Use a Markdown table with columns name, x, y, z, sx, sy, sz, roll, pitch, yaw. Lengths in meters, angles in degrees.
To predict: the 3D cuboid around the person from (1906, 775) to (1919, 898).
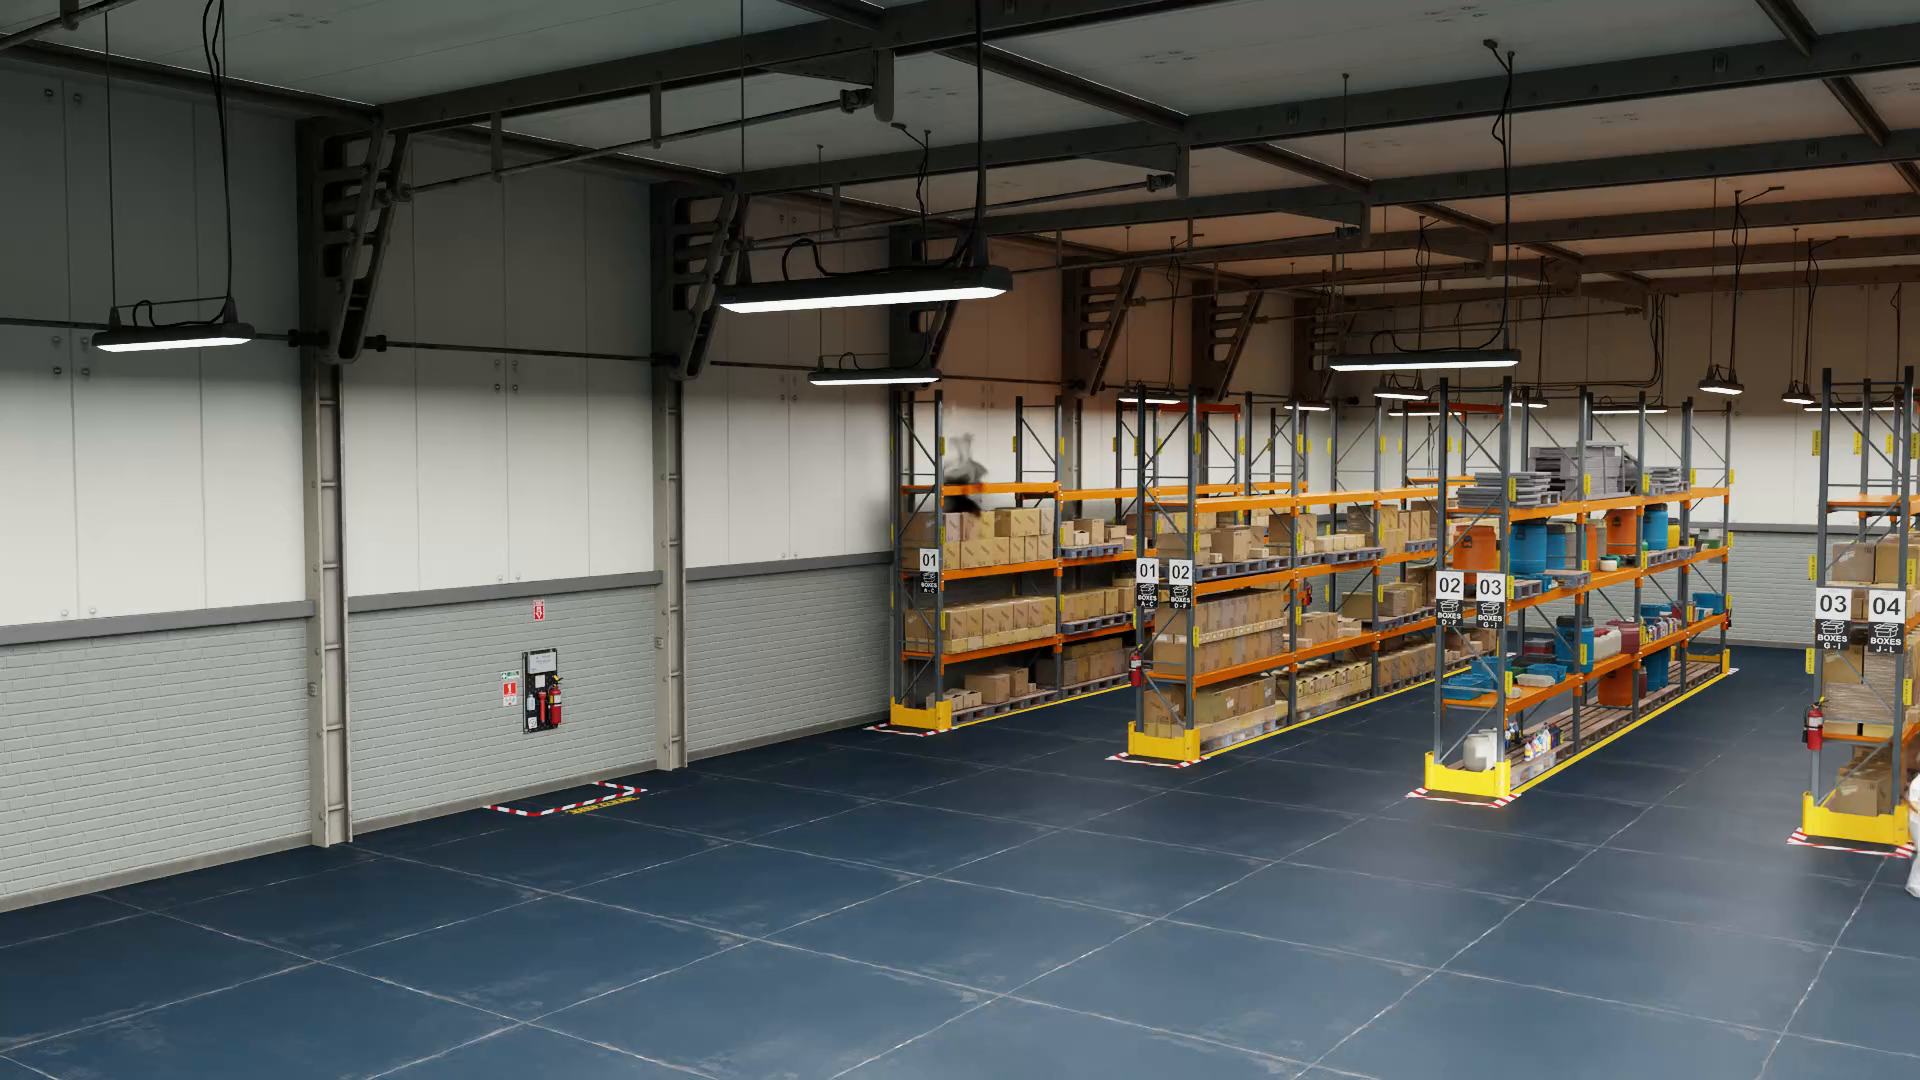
| name | x | y | z | sx | sy | sz | roll | pitch | yaw |
| --- | --- | --- | --- | --- | --- | --- | --- | --- | --- |
| person | 10.791 | 3.164 | 18.385 | 0.633 | 1.629 | 0.612 | -1 | 3 | -10 |
